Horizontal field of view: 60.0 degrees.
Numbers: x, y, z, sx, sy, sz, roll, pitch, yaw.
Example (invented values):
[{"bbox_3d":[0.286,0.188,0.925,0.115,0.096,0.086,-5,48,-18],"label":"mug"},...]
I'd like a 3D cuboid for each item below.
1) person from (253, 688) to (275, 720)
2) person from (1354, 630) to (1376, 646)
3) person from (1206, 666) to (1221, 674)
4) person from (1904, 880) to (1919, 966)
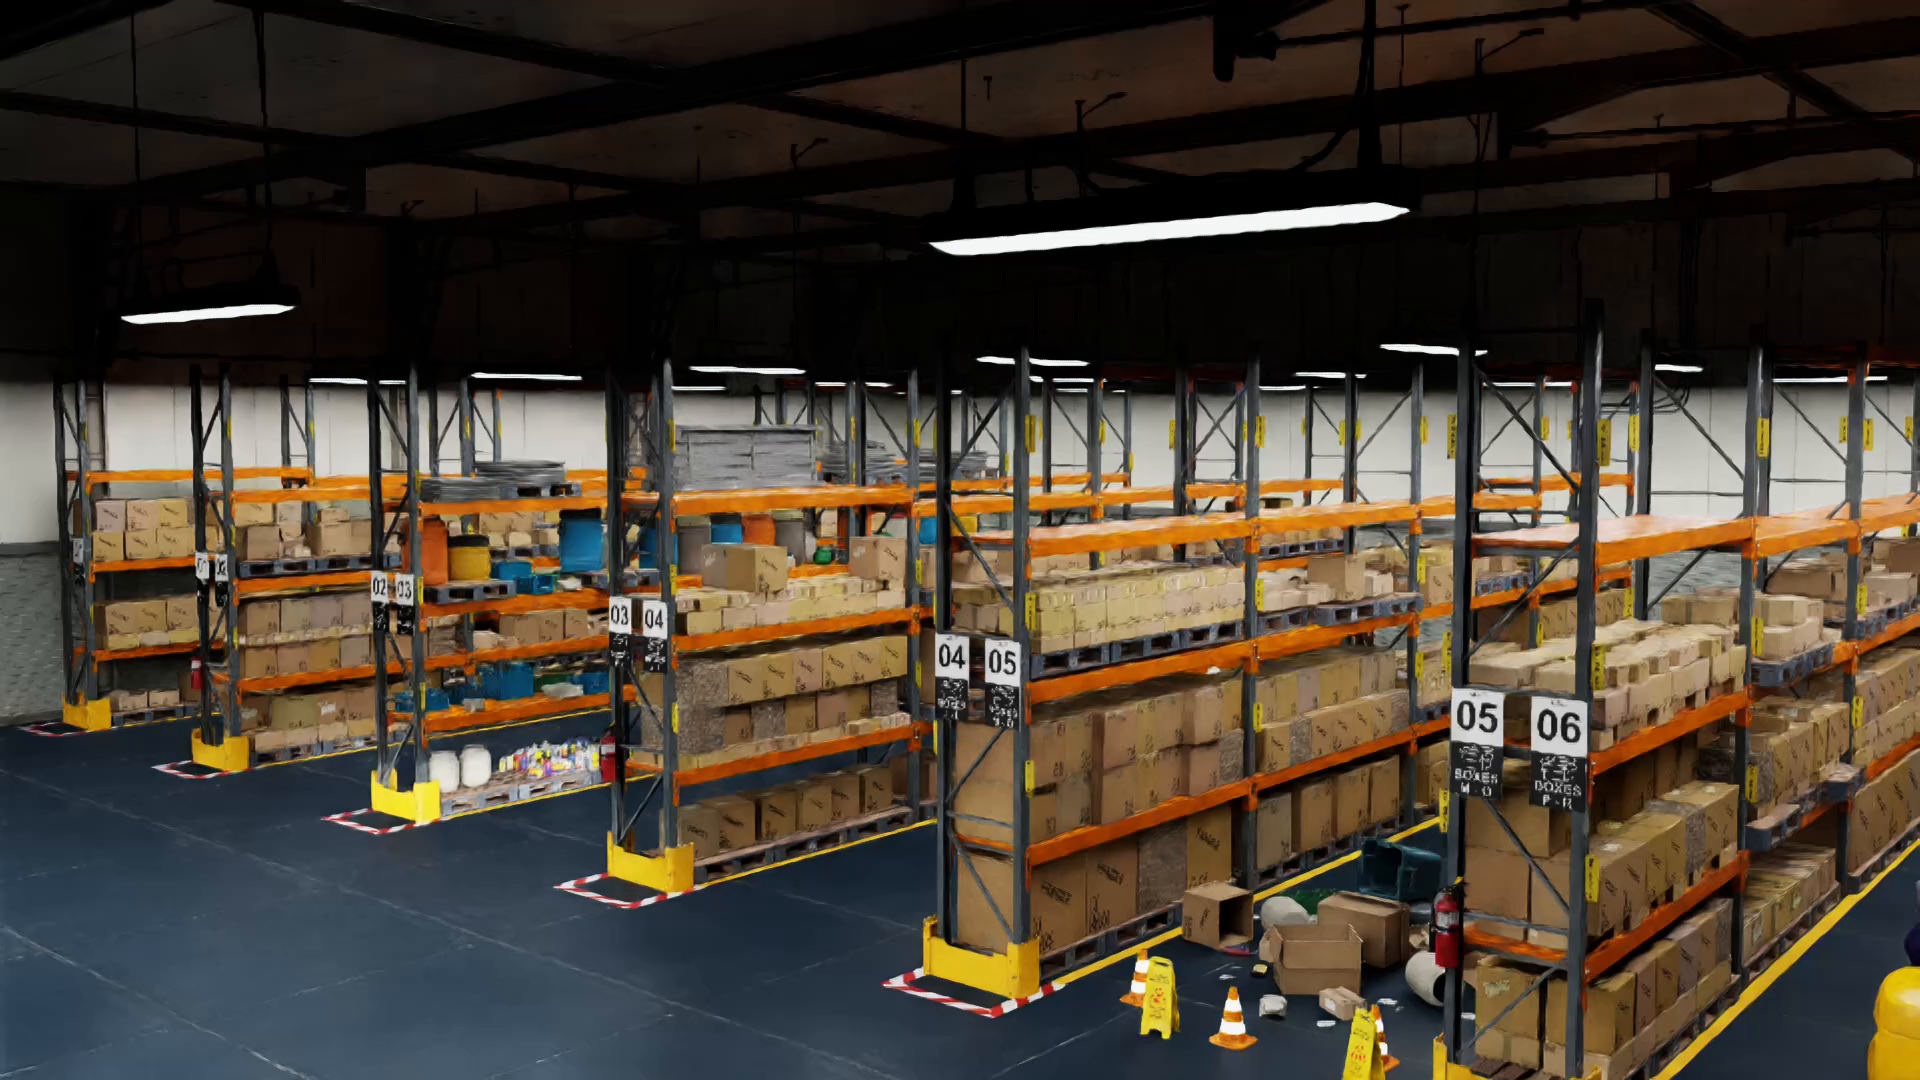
[{"bbox_3d":[-11.641,2.305,27.726,0.729,1.731,0.541,3,5,38],"label":"person"},{"bbox_3d":[8.435,1.805,34.398,0.629,1.765,0.616,-1,4,-14],"label":"person"},{"bbox_3d":[3.627,2.623,23.479,0.719,1.714,0.578,3,5,38],"label":"person"},{"bbox_3d":[7.918,3.361,13.473,0.448,1.639,0.572,1,4,17],"label":"person"}]
